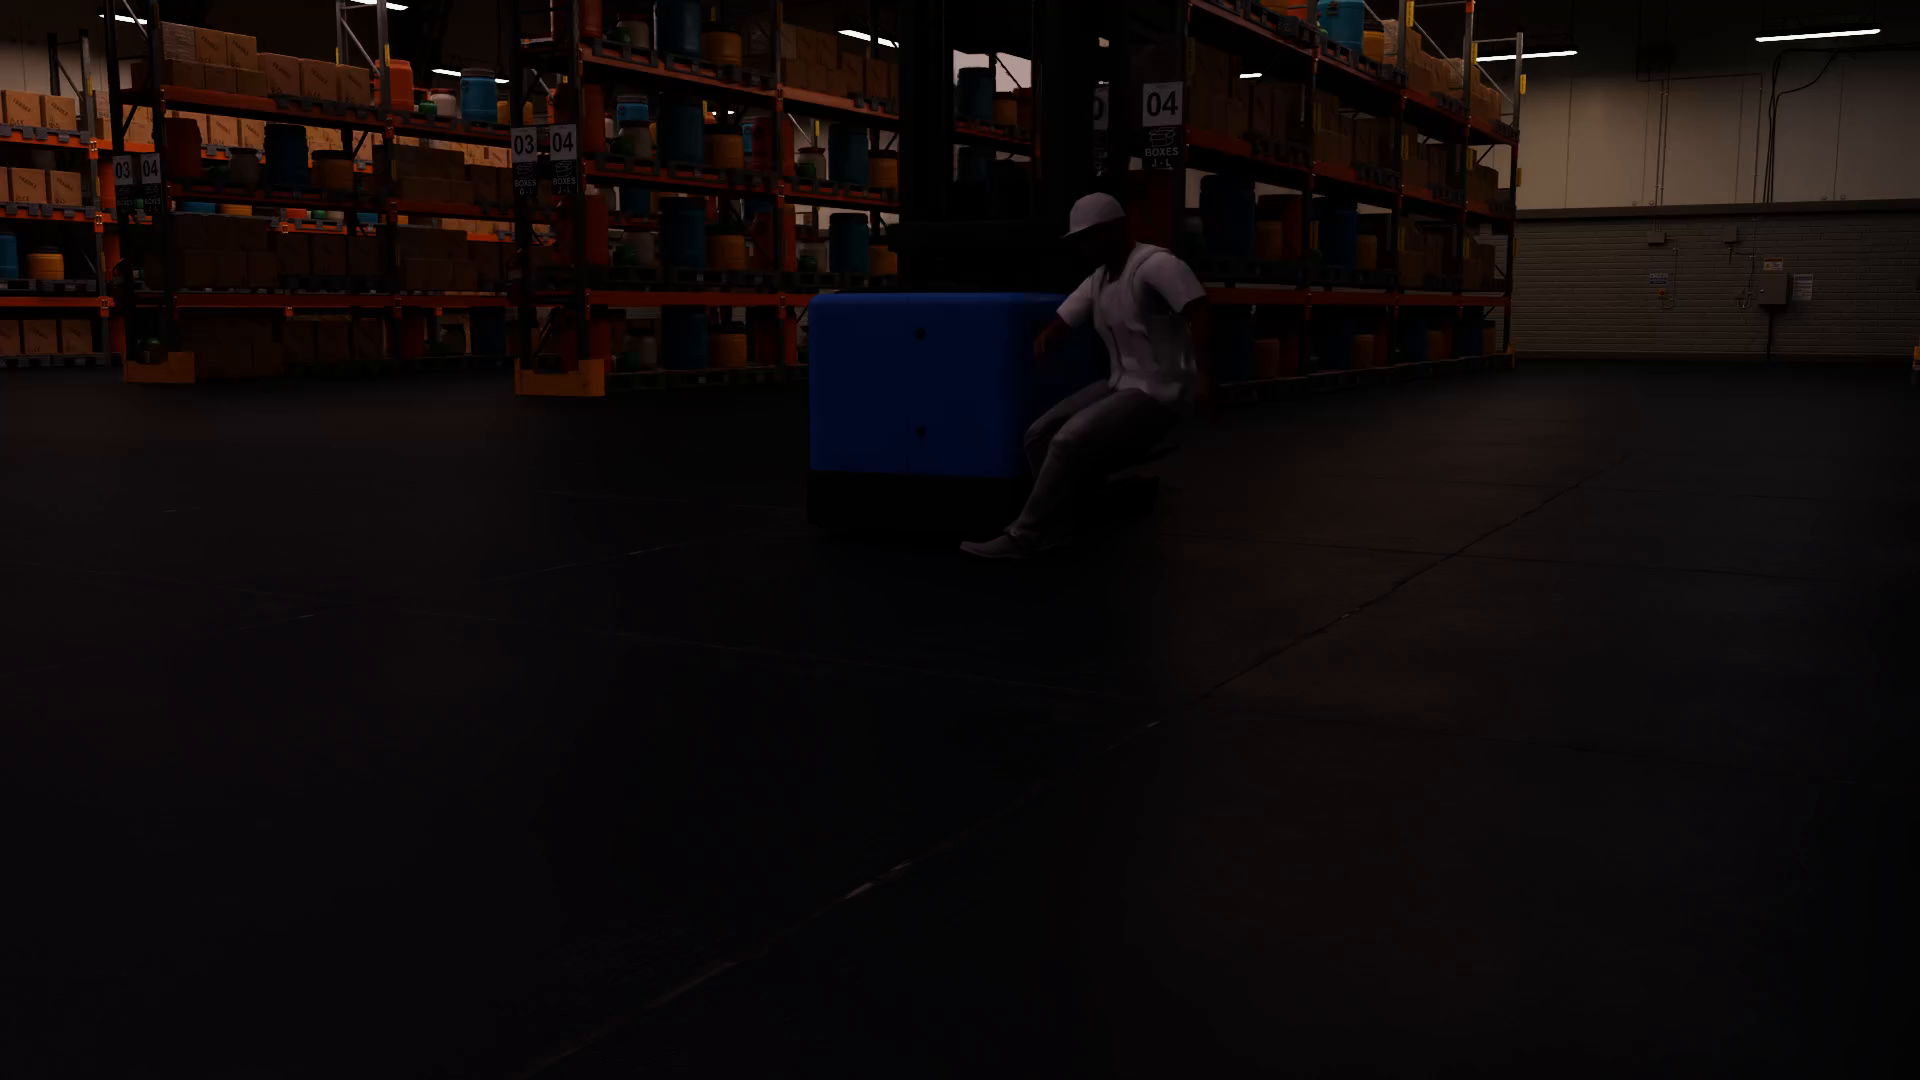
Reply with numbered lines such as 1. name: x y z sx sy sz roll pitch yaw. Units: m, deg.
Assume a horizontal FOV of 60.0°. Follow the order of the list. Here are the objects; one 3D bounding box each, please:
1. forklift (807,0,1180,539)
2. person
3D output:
1. forklift: 0.372 -1.611 8.264 1.130 2.935 3.031 3 9 23
2. person: 0.503 -0.611 6.587 0.929 1.525 0.937 -3 9 -22
